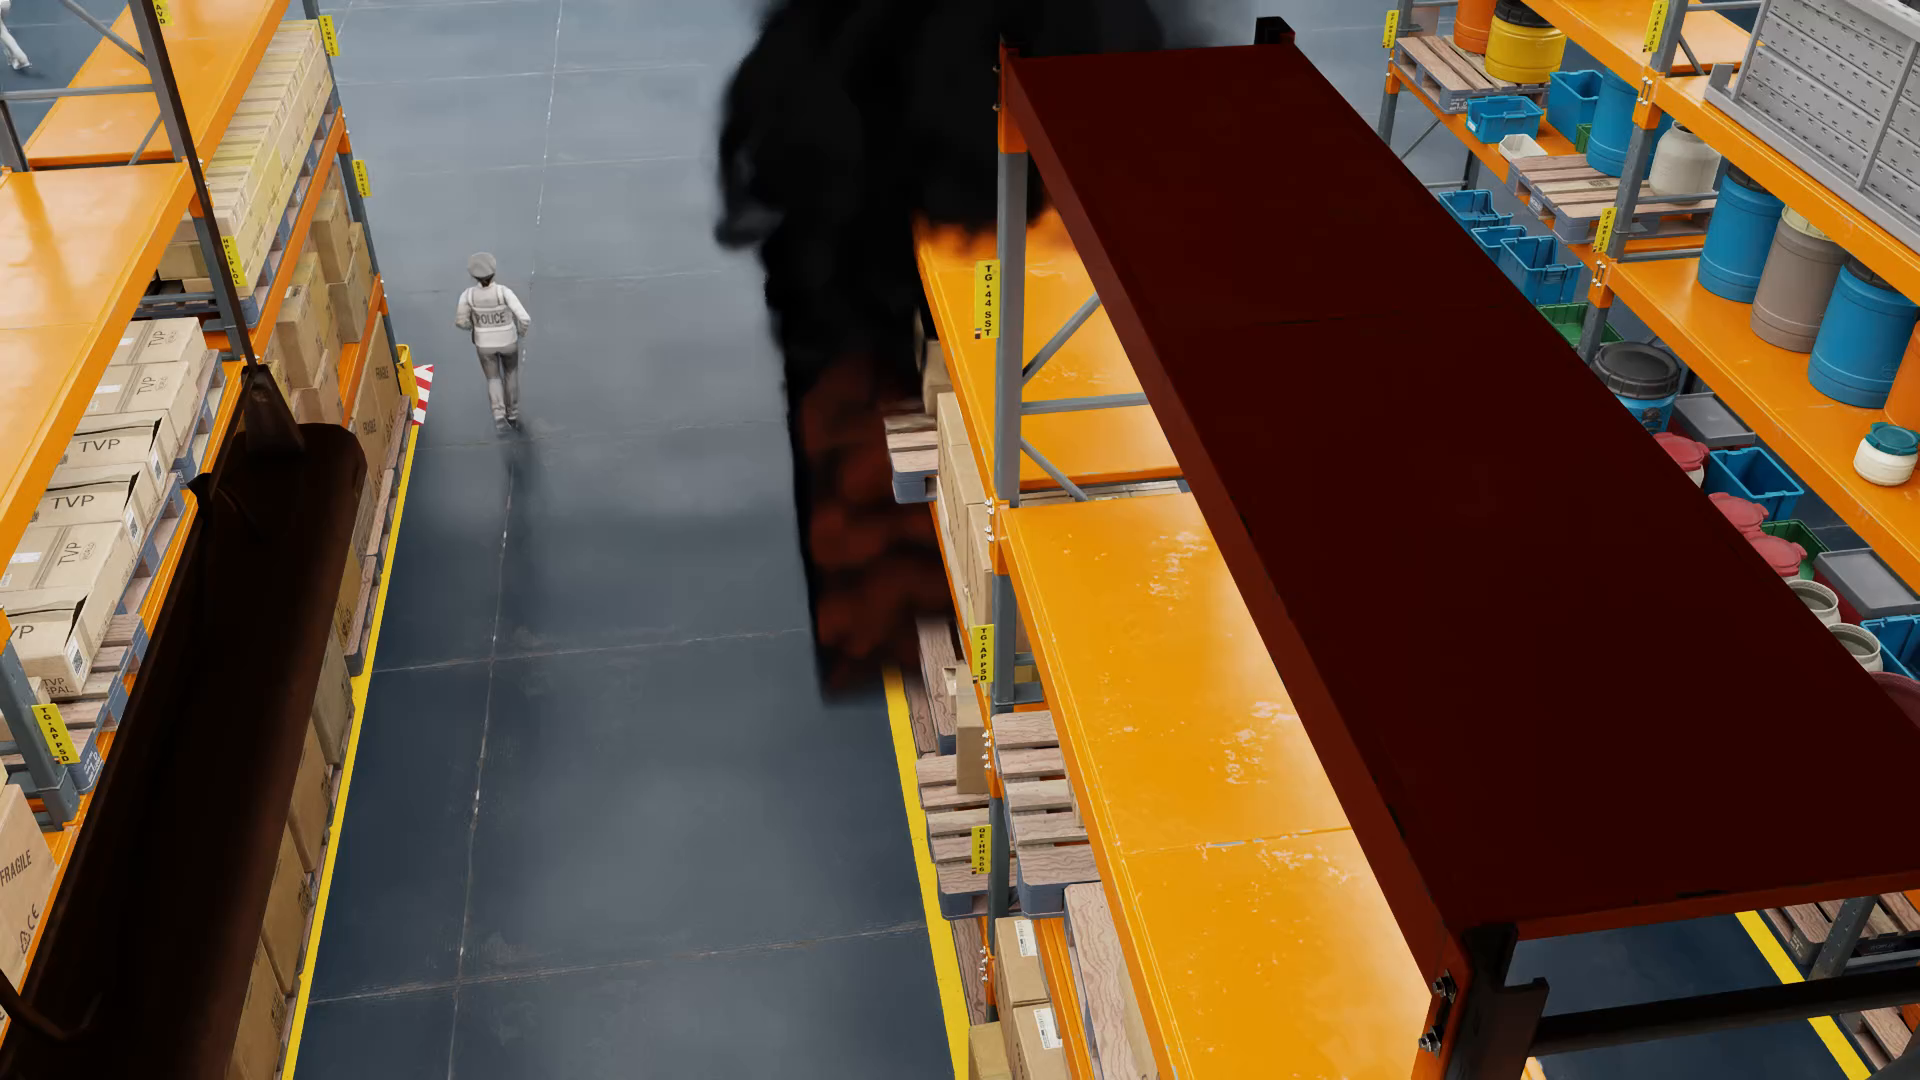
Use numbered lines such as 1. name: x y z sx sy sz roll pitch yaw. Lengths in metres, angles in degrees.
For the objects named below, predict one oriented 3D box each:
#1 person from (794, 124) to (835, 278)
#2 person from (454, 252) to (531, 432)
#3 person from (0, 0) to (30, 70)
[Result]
1. person: -1.409 -3.349 16.659 0.633 1.644 0.584 18 40 23
2. person: -3.993 -1.679 14.346 0.636 1.675 0.681 -7 37 -10
3. person: -12.463 -6.852 21.418 0.733 1.737 0.558 19 40 24
